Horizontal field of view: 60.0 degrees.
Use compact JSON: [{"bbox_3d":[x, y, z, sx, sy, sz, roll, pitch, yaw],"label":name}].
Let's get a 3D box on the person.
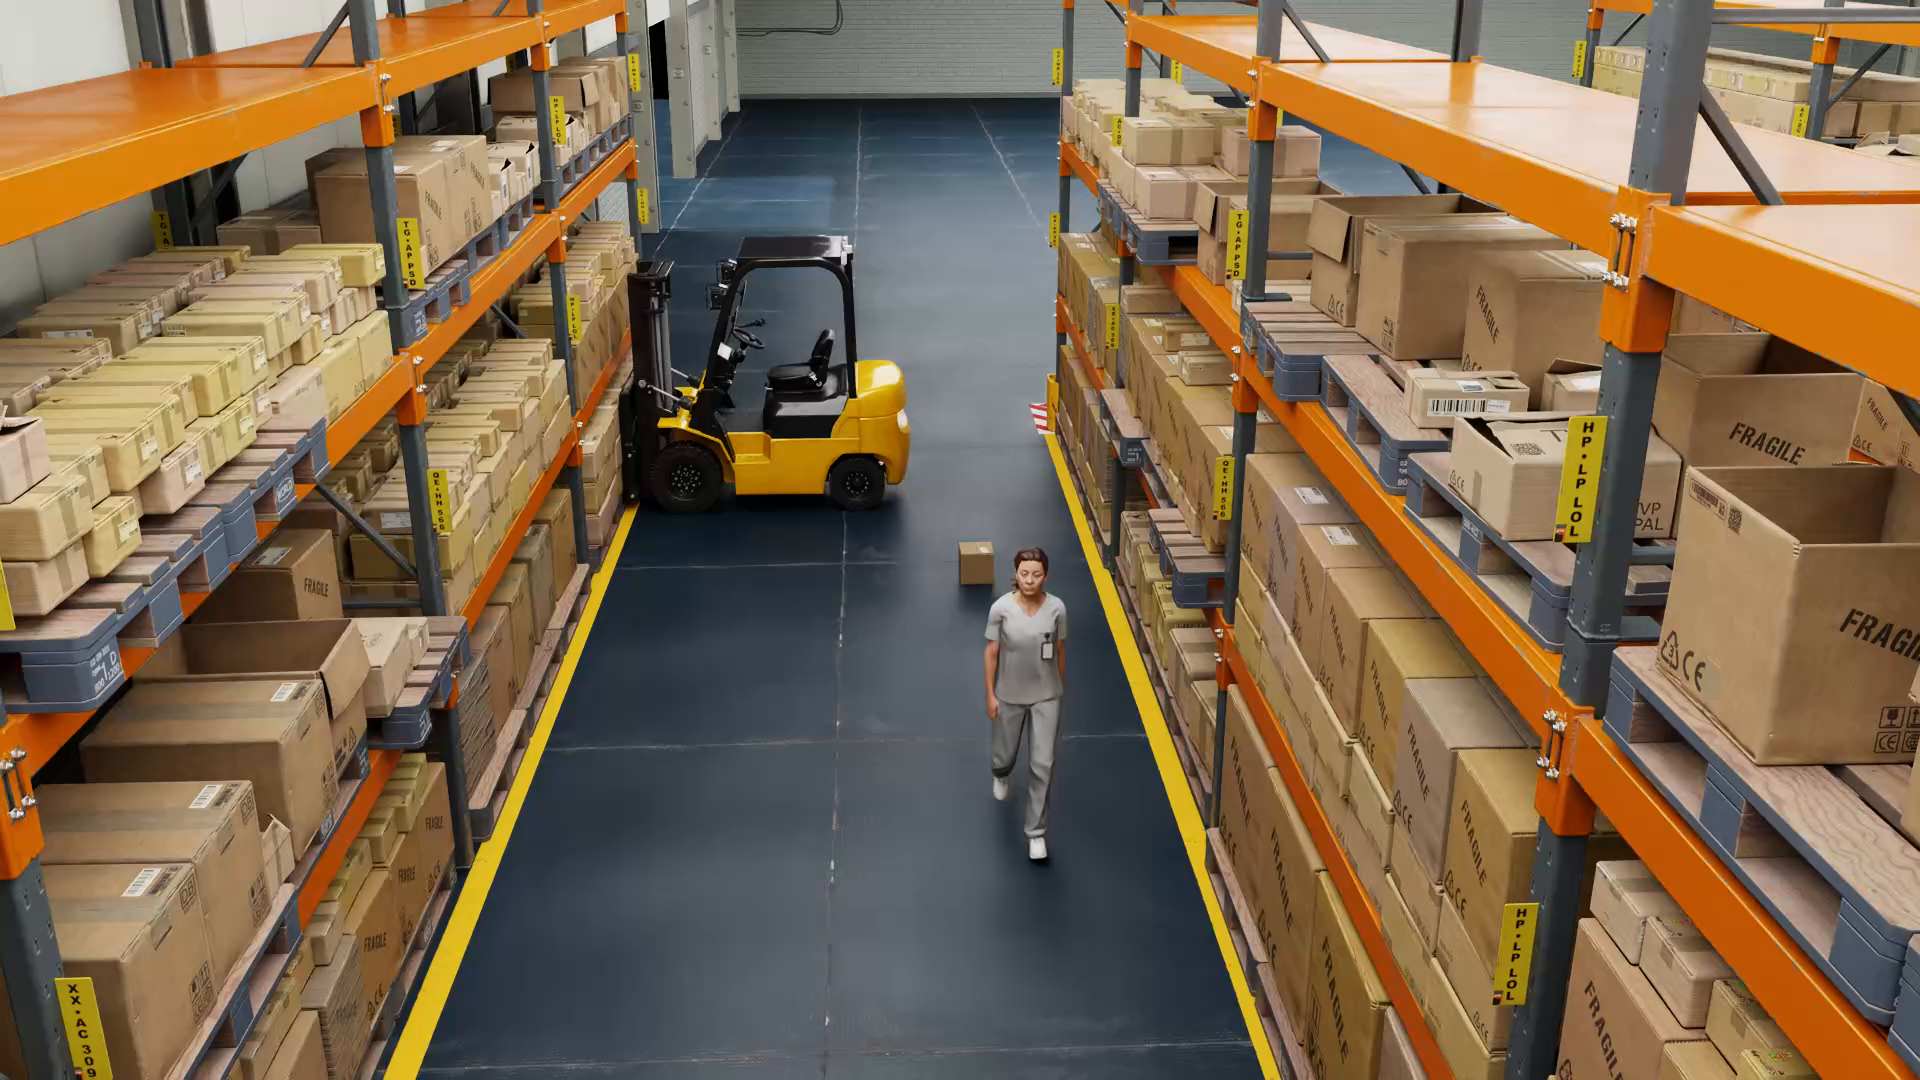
[{"bbox_3d":[0.348,0.810,8.887,0.445,1.646,0.783,-1,20,-1],"label":"person"}]
